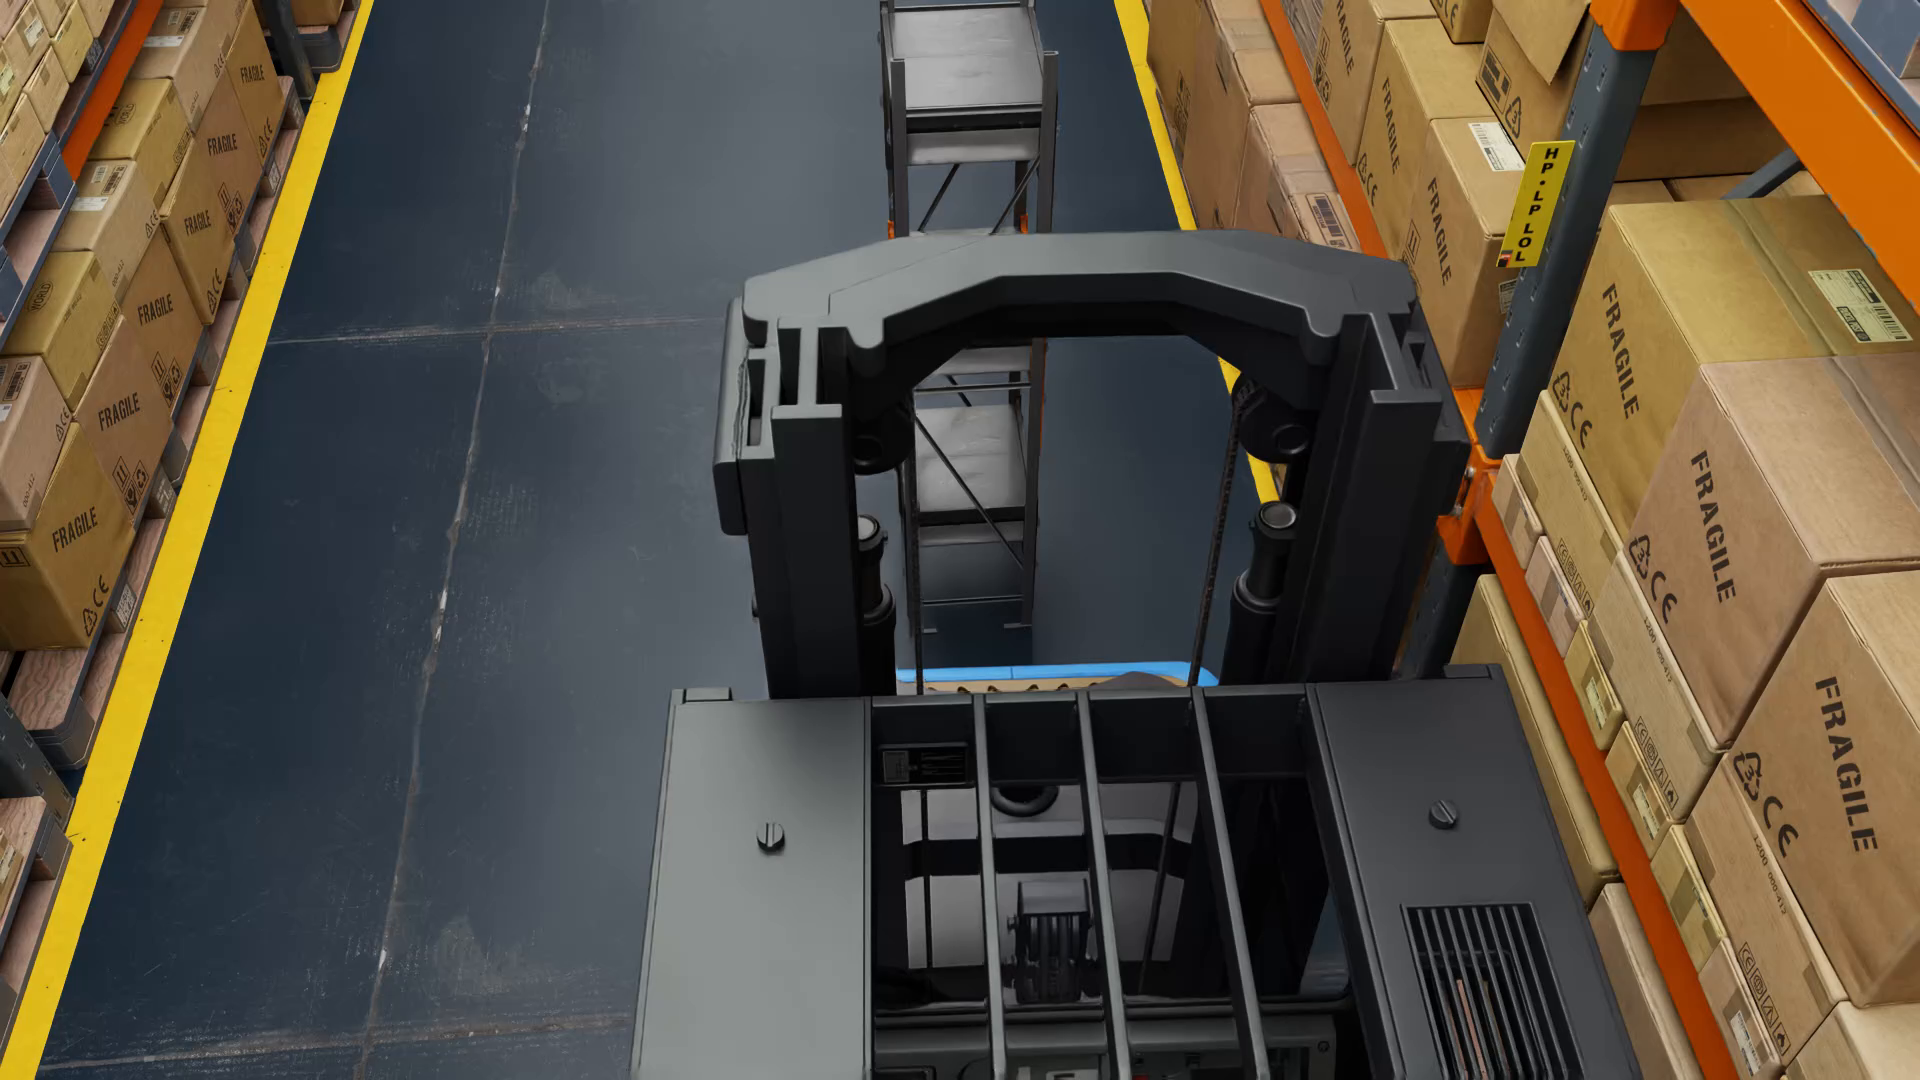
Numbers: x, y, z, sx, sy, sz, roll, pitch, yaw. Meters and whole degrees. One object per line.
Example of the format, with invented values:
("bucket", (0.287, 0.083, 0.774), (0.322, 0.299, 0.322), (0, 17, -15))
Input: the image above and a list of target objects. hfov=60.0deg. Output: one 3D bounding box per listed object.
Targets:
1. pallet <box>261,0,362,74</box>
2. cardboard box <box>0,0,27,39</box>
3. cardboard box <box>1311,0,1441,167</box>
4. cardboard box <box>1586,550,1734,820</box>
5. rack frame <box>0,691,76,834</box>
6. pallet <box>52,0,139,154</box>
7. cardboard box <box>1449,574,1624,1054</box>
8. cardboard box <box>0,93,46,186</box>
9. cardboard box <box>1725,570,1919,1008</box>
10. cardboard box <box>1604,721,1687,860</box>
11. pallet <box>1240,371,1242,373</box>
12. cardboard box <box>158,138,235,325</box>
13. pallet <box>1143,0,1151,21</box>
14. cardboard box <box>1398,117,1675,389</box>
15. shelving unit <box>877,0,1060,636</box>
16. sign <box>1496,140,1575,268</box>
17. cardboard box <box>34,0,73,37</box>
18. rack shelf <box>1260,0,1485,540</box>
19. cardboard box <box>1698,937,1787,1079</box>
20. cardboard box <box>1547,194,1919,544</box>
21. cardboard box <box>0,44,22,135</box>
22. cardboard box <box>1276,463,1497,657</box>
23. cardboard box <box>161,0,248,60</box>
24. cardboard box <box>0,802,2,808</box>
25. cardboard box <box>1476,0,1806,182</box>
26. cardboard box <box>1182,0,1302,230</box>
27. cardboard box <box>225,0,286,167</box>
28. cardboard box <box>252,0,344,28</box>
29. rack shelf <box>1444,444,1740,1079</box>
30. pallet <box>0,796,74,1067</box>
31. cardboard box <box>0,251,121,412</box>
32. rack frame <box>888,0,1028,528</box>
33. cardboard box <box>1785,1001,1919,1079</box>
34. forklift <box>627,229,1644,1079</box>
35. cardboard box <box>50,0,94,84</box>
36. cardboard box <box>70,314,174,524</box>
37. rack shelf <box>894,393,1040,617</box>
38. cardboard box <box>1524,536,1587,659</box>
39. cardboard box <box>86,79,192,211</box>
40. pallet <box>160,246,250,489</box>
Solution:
("pallet", (-3.479, -2.680, 8.143), (1.003, 0.211, 1.213), (-3, 47, -3))
("cardboard box", (-2.816, -1.498, 4.577), (0.380, 0.149, 0.250), (-4, 47, -4))
("cardboard box", (1.402, -1.490, 5.027), (0.500, 0.500, 0.500), (-4, 47, -4))
("cardboard box", (1.613, 0.267, 3.329), (0.500, 0.250, 0.500), (-4, 47, -3))
("rack frame", (-3.153, -0.170, 3.845), (1.000, 3.000, 0.127), (-3, 47, -3))
("pallet", (-3.281, -1.568, 5.301), (1.003, 0.211, 1.213), (-3, 47, -3))
("cardboard box", (1.774, 0.671, 4.223), (0.875, 0.875, 0.875), (-3, 47, -3))
("cardboard box", (-2.794, -1.104, 4.613), (0.380, 0.149, 0.250), (-3, 47, -3))
("cardboard box", (1.665, 0.388, 2.698), (0.500, 0.500, 0.500), (-5, 47, -5))
("cardboard box", (1.560, 0.493, 3.390), (0.380, 0.149, 0.250), (-5, 47, -4))
("pallet", (1.553, -0.878, 6.436), (1.003, 0.211, 1.213), (-3, 47, -3))
("cardboard box", (-3.072, -1.131, 6.187), (0.500, 0.500, 0.500), (-5, 47, -5))
("pallet", (1.399, -2.899, 8.350), (1.003, 0.211, 1.213), (-3, 47, -3))
("cardboard box", (1.487, -0.754, 4.329), (0.500, 0.500, 0.500), (-3, 47, -3))
("shelving unit", (0.014, -0.602, 4.874), (0.431, 2.100, 0.503), (-3, 47, -3))
("sign", (1.258, -0.729, 3.632), (0.100, 0.325, 0.005), (-3, 47, -3))
("cardboard box", (-2.842, -1.592, 4.871), (0.380, 0.149, 0.250), (-4, 47, -4))
("rack shelf", (1.631, -1.598, 5.693), (1.077, 0.370, 4.000), (-3, 47, -3))
("cardboard box", (1.600, 0.860, 3.042), (0.380, 0.149, 0.250), (-3, 47, -3))
("cardboard box", (1.583, -0.345, 3.392), (0.500, 0.500, 0.500), (-3, 47, -3))
("cardboard box", (-2.796, -1.205, 4.504), (0.380, 0.149, 0.250), (-5, 47, -5))
("cardboard box", (1.725, -0.274, 5.117), (1.225, 0.875, 0.875), (-3, 47, -3))
("cardboard box", (-3.169, -2.128, 6.615), (0.500, 0.250, 0.500), (-4, 47, -4))
("cardboard box", (-2.810, 0.772, 4.422), (0.380, 0.149, 0.250), (-3, 47, -2))
("cardboard box", (1.736, -1.239, 4.098), (0.797, 0.503, 0.637), (-5, 47, -4))
("cardboard box", (1.567, -1.560, 6.336), (1.225, 0.875, 0.875), (-3, 47, -3))
("cardboard box", (-3.172, -1.888, 6.905), (0.500, 0.500, 0.500), (-4, 47, -3))
("cardboard box", (-3.449, -2.881, 7.672), (1.050, 0.750, 0.750), (-4, 47, -4))
("rack shelf", (1.965, 1.296, 2.952), (1.077, 0.370, 4.000), (-3, 47, -3))
("pallet", (-3.062, 1.273, 4.399), (1.003, 0.211, 1.213), (-3, 47, -3))
("cardboard box", (-2.999, -0.648, 5.214), (0.500, 0.250, 0.500), (-2, 47, -2))
("rack frame", (-0.007, -0.779, 5.041), (0.400, 2.100, 0.015), (-3, 47, -3))
("cardboard box", (1.695, 0.999, 2.636), (0.500, 0.250, 0.500), (-3, 47, -3))
("forklift", (0.179, 1.104, 2.686), (1.130, 2.935, 3.031), (-2, 47, -2))
("cardboard box", (-2.842, -1.485, 4.974), (0.380, 0.149, 0.250), (-4, 47, -4))
("cardboard box", (-2.997, -0.388, 5.484), (0.500, 0.500, 0.500), (-2, 47, -1))
("rack shelf", (0.014, -0.112, 5.392), (0.431, 0.518, 0.480), (-3, 47, -3))
("cardboard box", (1.513, 0.113, 3.750), (0.380, 0.149, 0.250), (-5, 47, -5))
("cardboard box", (-3.089, -1.394, 5.920), (0.500, 0.250, 0.500), (-2, 47, -2))
("pallet", (-3.325, -0.659, 6.229), (1.003, 0.211, 1.213), (-3, 47, -3))
